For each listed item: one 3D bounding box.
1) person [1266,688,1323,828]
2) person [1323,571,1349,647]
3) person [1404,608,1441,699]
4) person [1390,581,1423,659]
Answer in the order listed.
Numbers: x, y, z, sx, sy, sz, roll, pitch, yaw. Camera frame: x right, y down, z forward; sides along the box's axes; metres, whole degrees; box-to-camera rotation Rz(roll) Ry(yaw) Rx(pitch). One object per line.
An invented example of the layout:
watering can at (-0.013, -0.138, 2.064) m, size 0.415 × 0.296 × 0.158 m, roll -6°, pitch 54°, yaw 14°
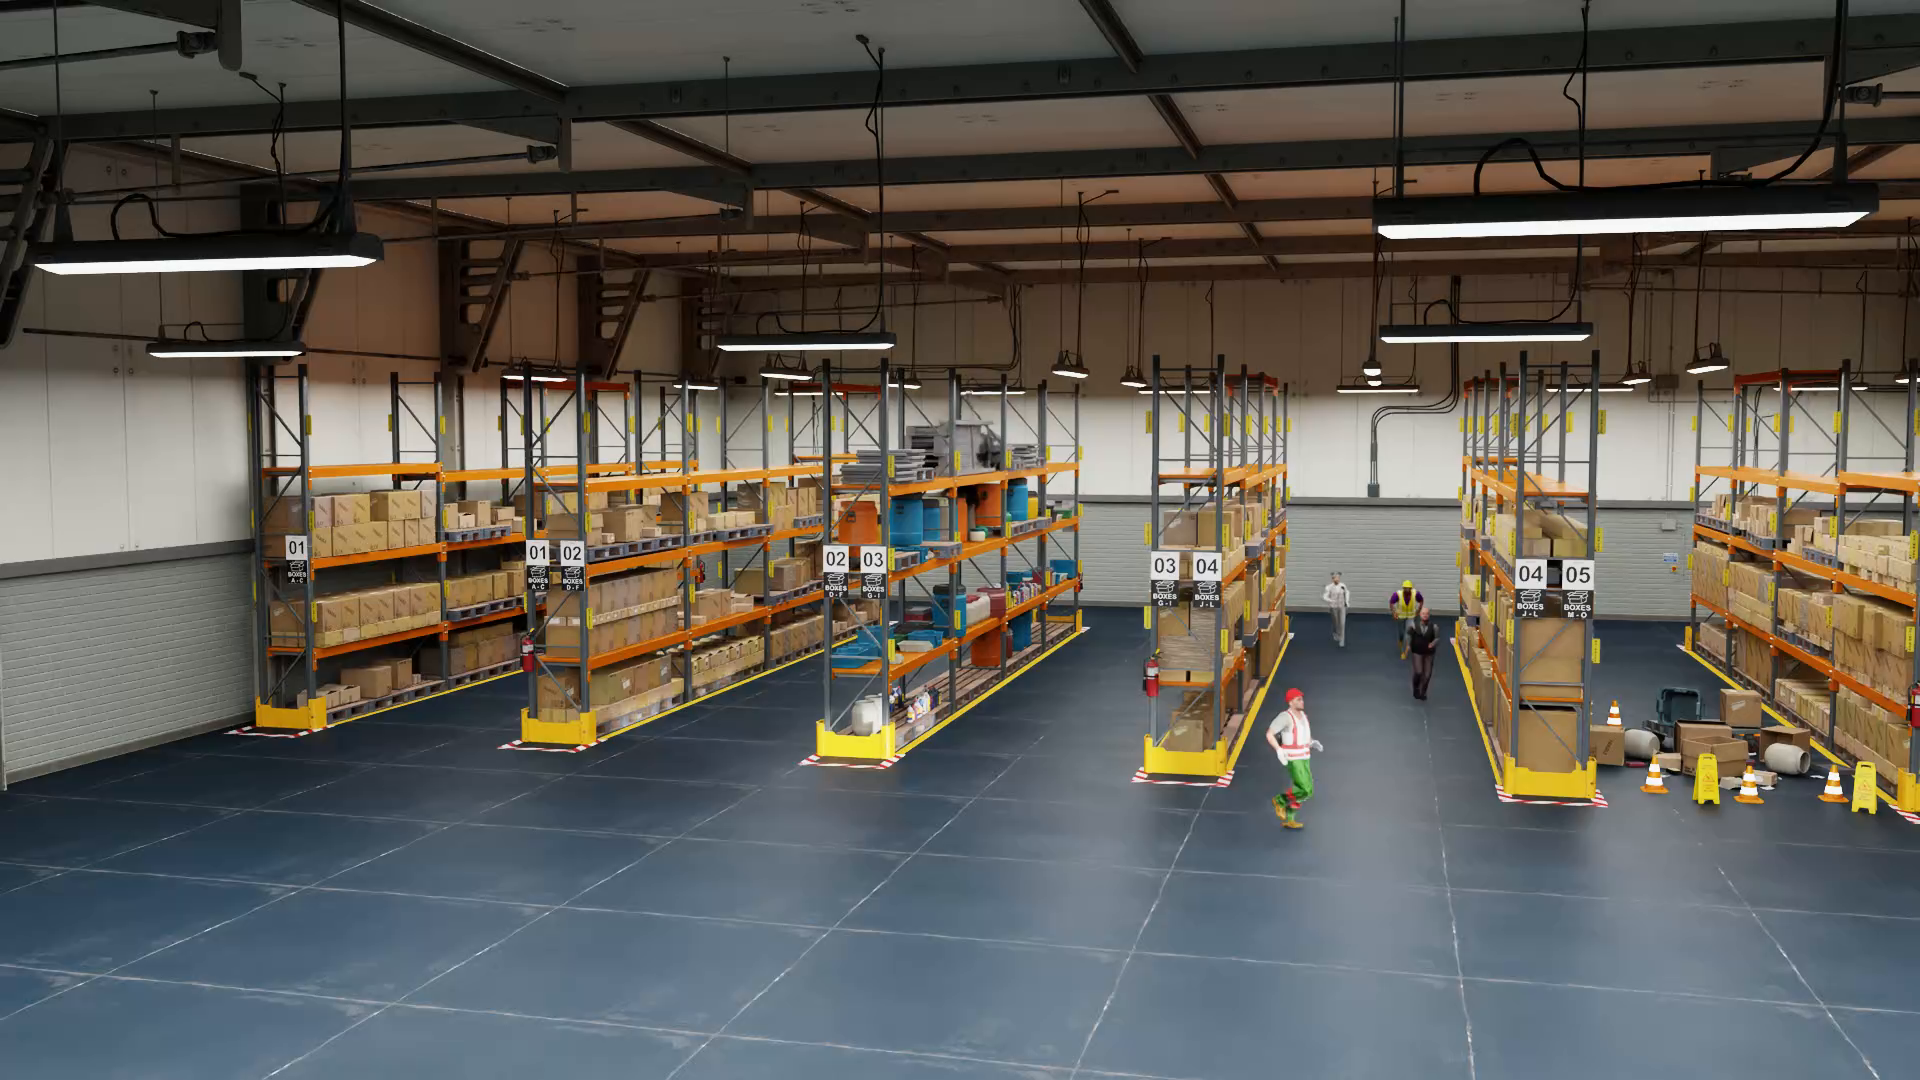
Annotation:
person at (4.185, 2.708, 20.580) m, size 0.651 × 1.738 × 0.583 m, roll -4°, pitch 6°, yaw -44°
person at (8.547, 1.537, 37.703) m, size 0.614 × 1.663 × 0.986 m, roll 0°, pitch 4°, yaw 5°
person at (8.379, 2.070, 30.098) m, size 0.630 × 1.677 × 0.733 m, roll 1°, pitch 4°, yaw 8°
person at (9.639, 1.700, 35.957) m, size 0.709 × 1.705 × 0.978 m, roll 0°, pitch 4°, yaw 5°
